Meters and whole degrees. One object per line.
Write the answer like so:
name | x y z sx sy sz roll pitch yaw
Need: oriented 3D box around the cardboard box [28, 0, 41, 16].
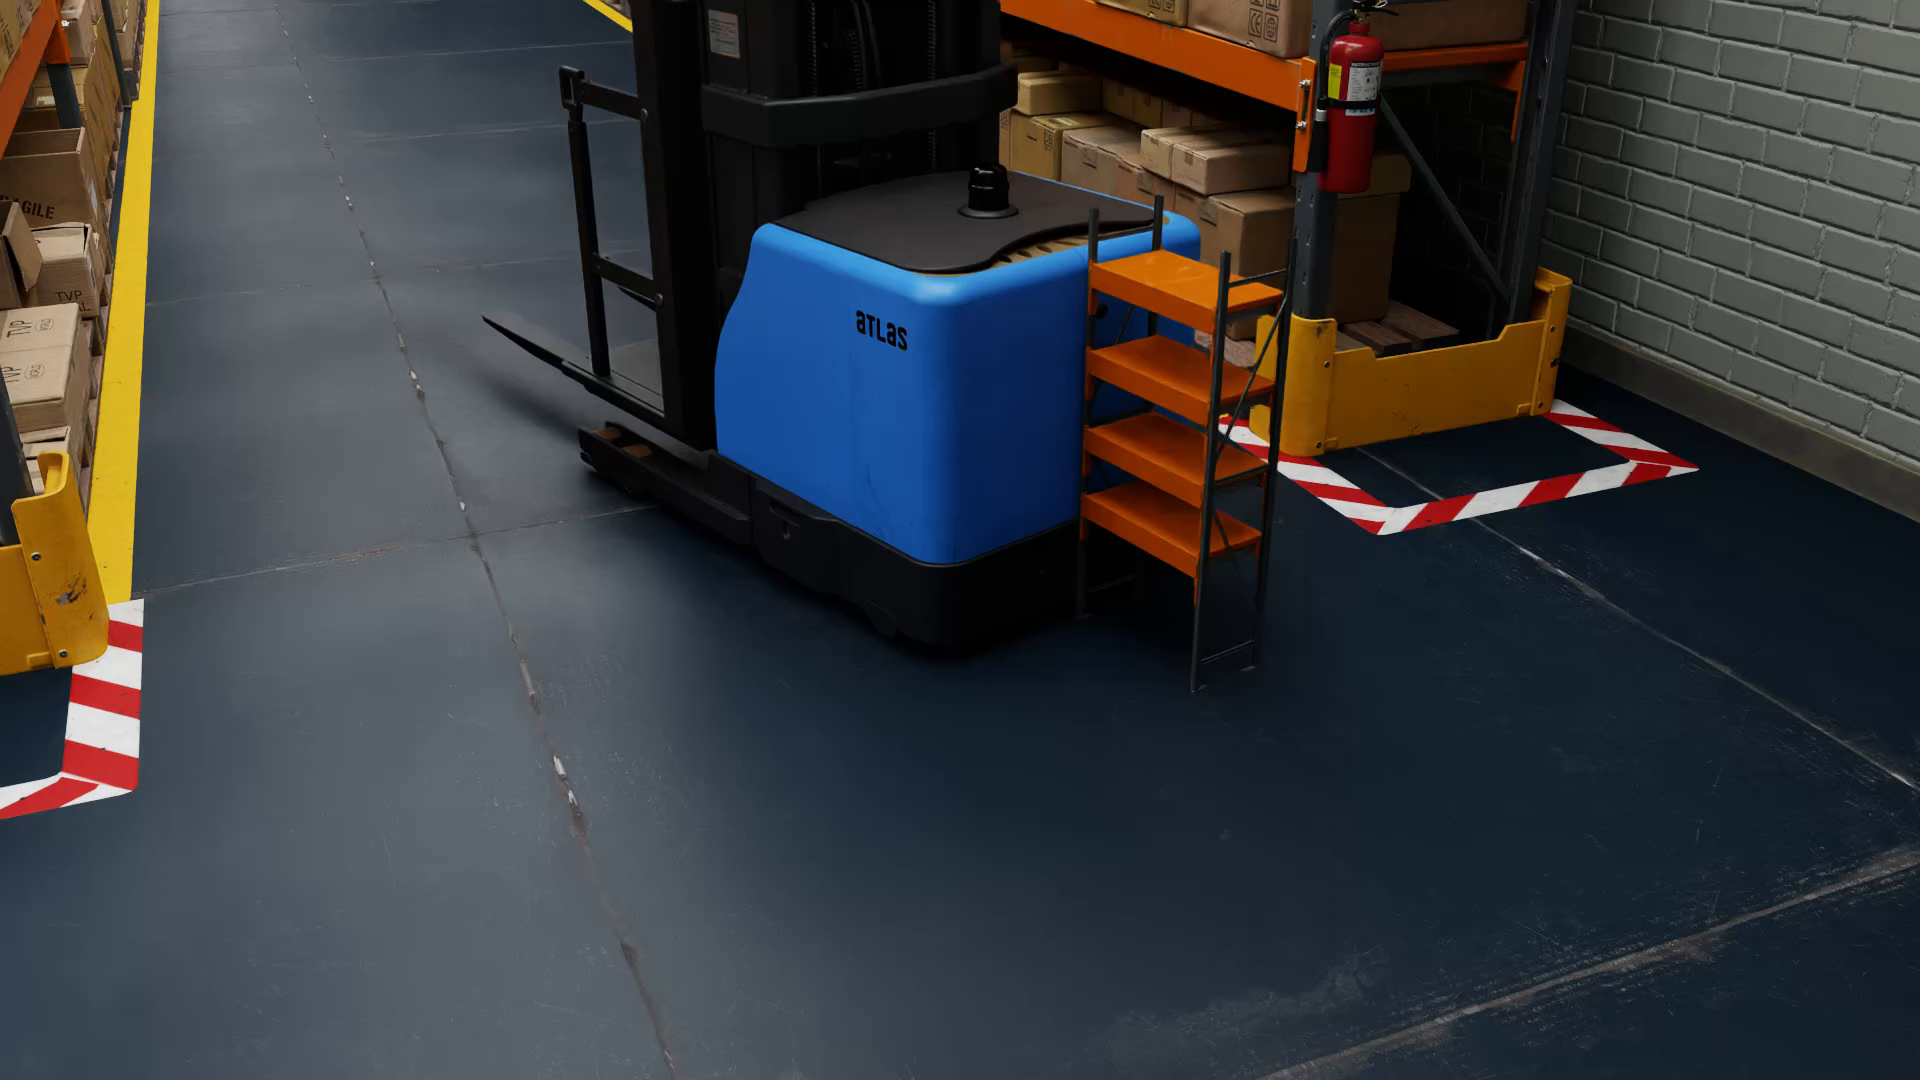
cardboard box | -3.857 -2.250 6.326 0.500 0.500 0.500 -10 28 -19

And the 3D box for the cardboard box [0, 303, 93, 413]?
cardboard box | -3.269 -0.590 5.673 0.500 0.250 0.500 -11 28 -21

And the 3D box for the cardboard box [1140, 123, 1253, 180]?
cardboard box | 0.946 -1.555 6.647 0.380 0.149 0.250 -10 28 -19

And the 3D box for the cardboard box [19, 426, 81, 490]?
cardboard box | -2.871 -0.210 4.989 0.380 0.166 0.250 -11 28 -21

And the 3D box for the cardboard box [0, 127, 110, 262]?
cardboard box | -4.008 -1.464 7.178 0.500 0.500 0.500 -11 28 -21

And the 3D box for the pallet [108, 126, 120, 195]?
pallet | -5.327 -2.133 9.378 1.003 0.211 1.213 -11 28 -21

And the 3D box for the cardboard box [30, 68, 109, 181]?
cardboard box | -4.676 -2.096 8.472 0.500 0.500 0.500 -10 28 -20

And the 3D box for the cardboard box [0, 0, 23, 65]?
cardboard box | -3.452 -1.838 5.482 0.500 0.500 0.500 -10 28 -20

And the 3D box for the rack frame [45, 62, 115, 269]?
rack frame | -4.492 -2.571 7.097 1.000 3.000 0.127 -11 28 -21

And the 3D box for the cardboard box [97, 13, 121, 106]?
cardboard box | -5.476 -2.923 10.166 0.500 0.500 0.500 -9 28 -19

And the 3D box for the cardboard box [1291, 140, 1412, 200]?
cardboard box | 1.498 -1.415 6.361 0.380 0.149 0.250 -10 28 -20

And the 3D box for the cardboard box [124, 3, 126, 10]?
cardboard box | -6.207 -3.863 11.760 0.500 0.311 0.500 -11 28 -22

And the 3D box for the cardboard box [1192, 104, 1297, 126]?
cardboard box | 1.201 -1.721 6.986 0.380 0.149 0.250 -10 28 -20

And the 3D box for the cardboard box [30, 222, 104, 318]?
cardboard box | -3.714 -1.076 6.599 0.500 0.311 0.500 -11 28 -21

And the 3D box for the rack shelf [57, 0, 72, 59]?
rack shelf | -5.275 -3.055 8.909 1.077 0.370 4.000 -11 28 -21

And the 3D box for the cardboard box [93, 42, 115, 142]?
cardboard box | -5.063 -2.503 9.306 0.500 0.500 0.500 -12 28 -23

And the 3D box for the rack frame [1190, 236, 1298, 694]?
rack frame | 0.713 -0.163 4.216 0.240 1.200 0.015 -17 31 -31

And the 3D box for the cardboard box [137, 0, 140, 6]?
cardboard box | -7.196 -4.636 13.982 0.500 0.250 0.500 -11 28 -21

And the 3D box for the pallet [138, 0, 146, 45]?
pallet | -7.300 -4.257 13.728 1.003 0.211 1.213 -11 28 -21

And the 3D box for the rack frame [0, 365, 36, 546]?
rack frame | -2.925 -0.956 3.790 1.000 3.000 0.127 -11 28 -21

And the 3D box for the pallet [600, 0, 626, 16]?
pallet | -2.762 -5.086 15.427 1.003 0.211 1.213 -11 28 -21

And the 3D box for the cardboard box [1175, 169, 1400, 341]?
cardboard box | 1.265 -1.140 6.536 0.700 0.500 0.500 -11 28 -21

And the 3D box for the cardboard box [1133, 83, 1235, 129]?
cardboard box | 1.000 -1.927 7.408 0.380 0.149 0.250 -10 28 -20

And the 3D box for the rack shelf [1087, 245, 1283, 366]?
rack shelf | 0.574 -0.604 4.223 0.258 0.148 0.480 -17 31 -31

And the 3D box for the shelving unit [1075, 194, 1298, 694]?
shelving unit | 0.574 -0.251 4.396 0.258 1.200 0.503 -17 31 -31

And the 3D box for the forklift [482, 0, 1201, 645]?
forklift | -0.649 -1.600 5.187 1.130 2.935 3.031 -21 33 -36

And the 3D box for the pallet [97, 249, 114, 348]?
pallet | -4.224 -1.040 7.141 1.003 0.211 1.213 -11 28 -21

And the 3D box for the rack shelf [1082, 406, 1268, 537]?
rack shelf | 0.574 -0.190 4.425 0.258 0.148 0.480 -17 31 -31

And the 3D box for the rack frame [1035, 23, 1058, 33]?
rack frame | 0.065 -3.424 8.843 1.000 3.000 0.127 -11 28 -21

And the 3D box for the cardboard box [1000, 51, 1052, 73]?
cardboard box | 0.229 -2.291 8.156 0.380 0.149 0.250 -10 28 -19

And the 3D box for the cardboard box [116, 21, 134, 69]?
cardboard box | -5.993 -3.401 11.452 0.500 0.250 0.500 -11 28 -21

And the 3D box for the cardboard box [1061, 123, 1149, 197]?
cardboard box | 0.871 -1.545 7.365 0.700 0.500 0.500 -12 28 -22

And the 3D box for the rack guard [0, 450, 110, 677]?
rack guard | -2.955 0.136 4.401 1.175 0.500 0.348 -11 28 -21

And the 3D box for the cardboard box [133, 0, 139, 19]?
cardboard box | -6.799 -4.225 13.140 0.500 0.250 0.500 -10 28 -19

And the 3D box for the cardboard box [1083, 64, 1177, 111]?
cardboard box | 0.799 -2.133 7.831 0.380 0.149 0.250 -10 28 -20

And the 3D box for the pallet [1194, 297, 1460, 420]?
pallet | 1.246 -0.865 6.781 1.003 0.211 1.213 -11 28 -21

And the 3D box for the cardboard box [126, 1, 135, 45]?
cardboard box | -6.400 -3.812 12.295 0.500 0.250 0.500 -11 28 -22

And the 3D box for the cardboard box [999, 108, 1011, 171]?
cardboard box | 0.457 -1.966 8.229 0.700 0.500 0.500 -11 28 -21

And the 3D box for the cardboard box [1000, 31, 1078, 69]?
cardboard box | 0.389 -2.554 8.693 0.380 0.149 0.250 -11 28 -21

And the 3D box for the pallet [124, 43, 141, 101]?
pallet | -6.345 -3.272 11.711 1.003 0.211 1.213 -11 28 -21

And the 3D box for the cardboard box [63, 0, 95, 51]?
cardboard box | -5.046 -2.826 9.112 0.500 0.250 0.500 -11 28 -22

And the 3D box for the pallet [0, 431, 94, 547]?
pallet | -3.268 -0.055 5.123 1.003 0.211 1.213 -11 28 -21

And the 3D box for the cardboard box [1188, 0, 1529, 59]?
cardboard box | 1.422 -2.148 5.888 0.980 0.700 0.700 -9 28 -18
